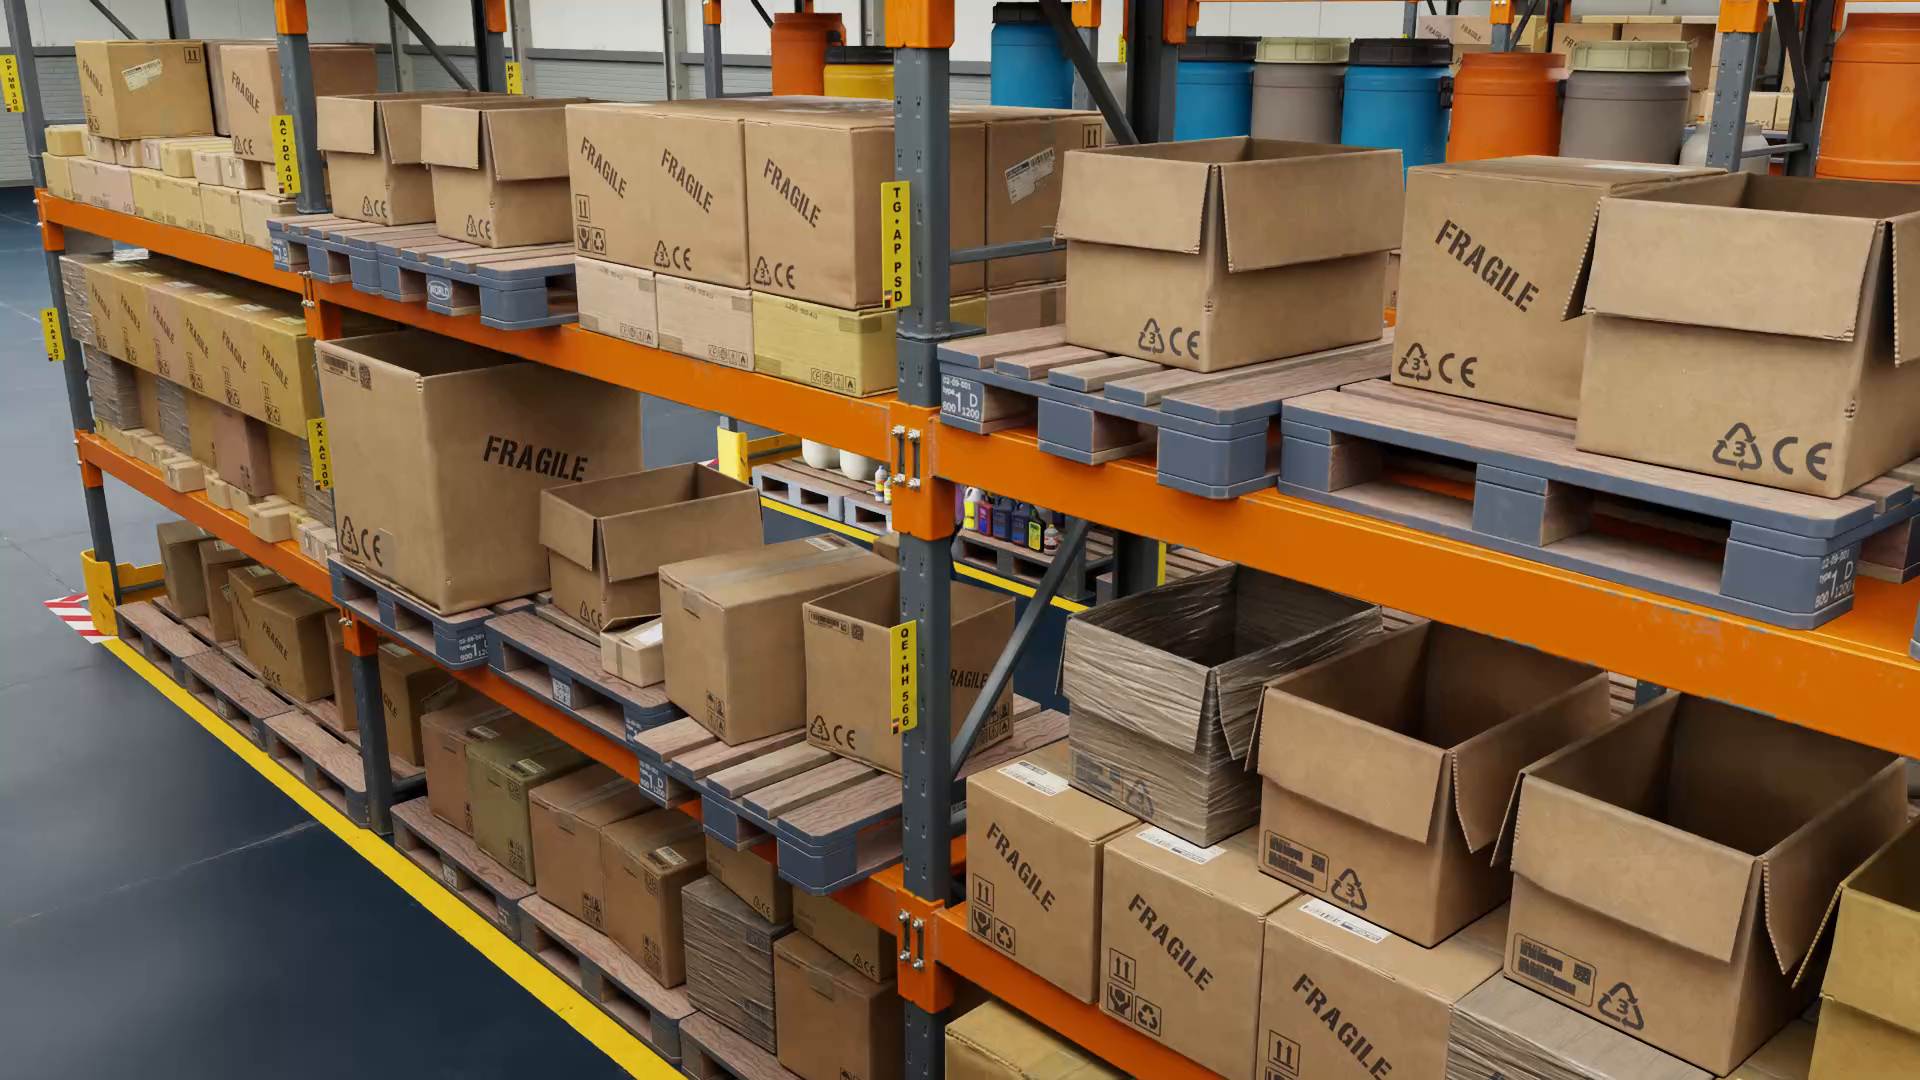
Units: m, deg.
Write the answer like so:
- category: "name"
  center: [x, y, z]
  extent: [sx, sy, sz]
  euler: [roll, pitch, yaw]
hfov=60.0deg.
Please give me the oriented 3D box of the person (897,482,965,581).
- category: "person"
  center: [-0.215, -0.155, 10.787]
  extent: [0.447, 1.466, 0.483]
  euler: [-10, 20, -28]
